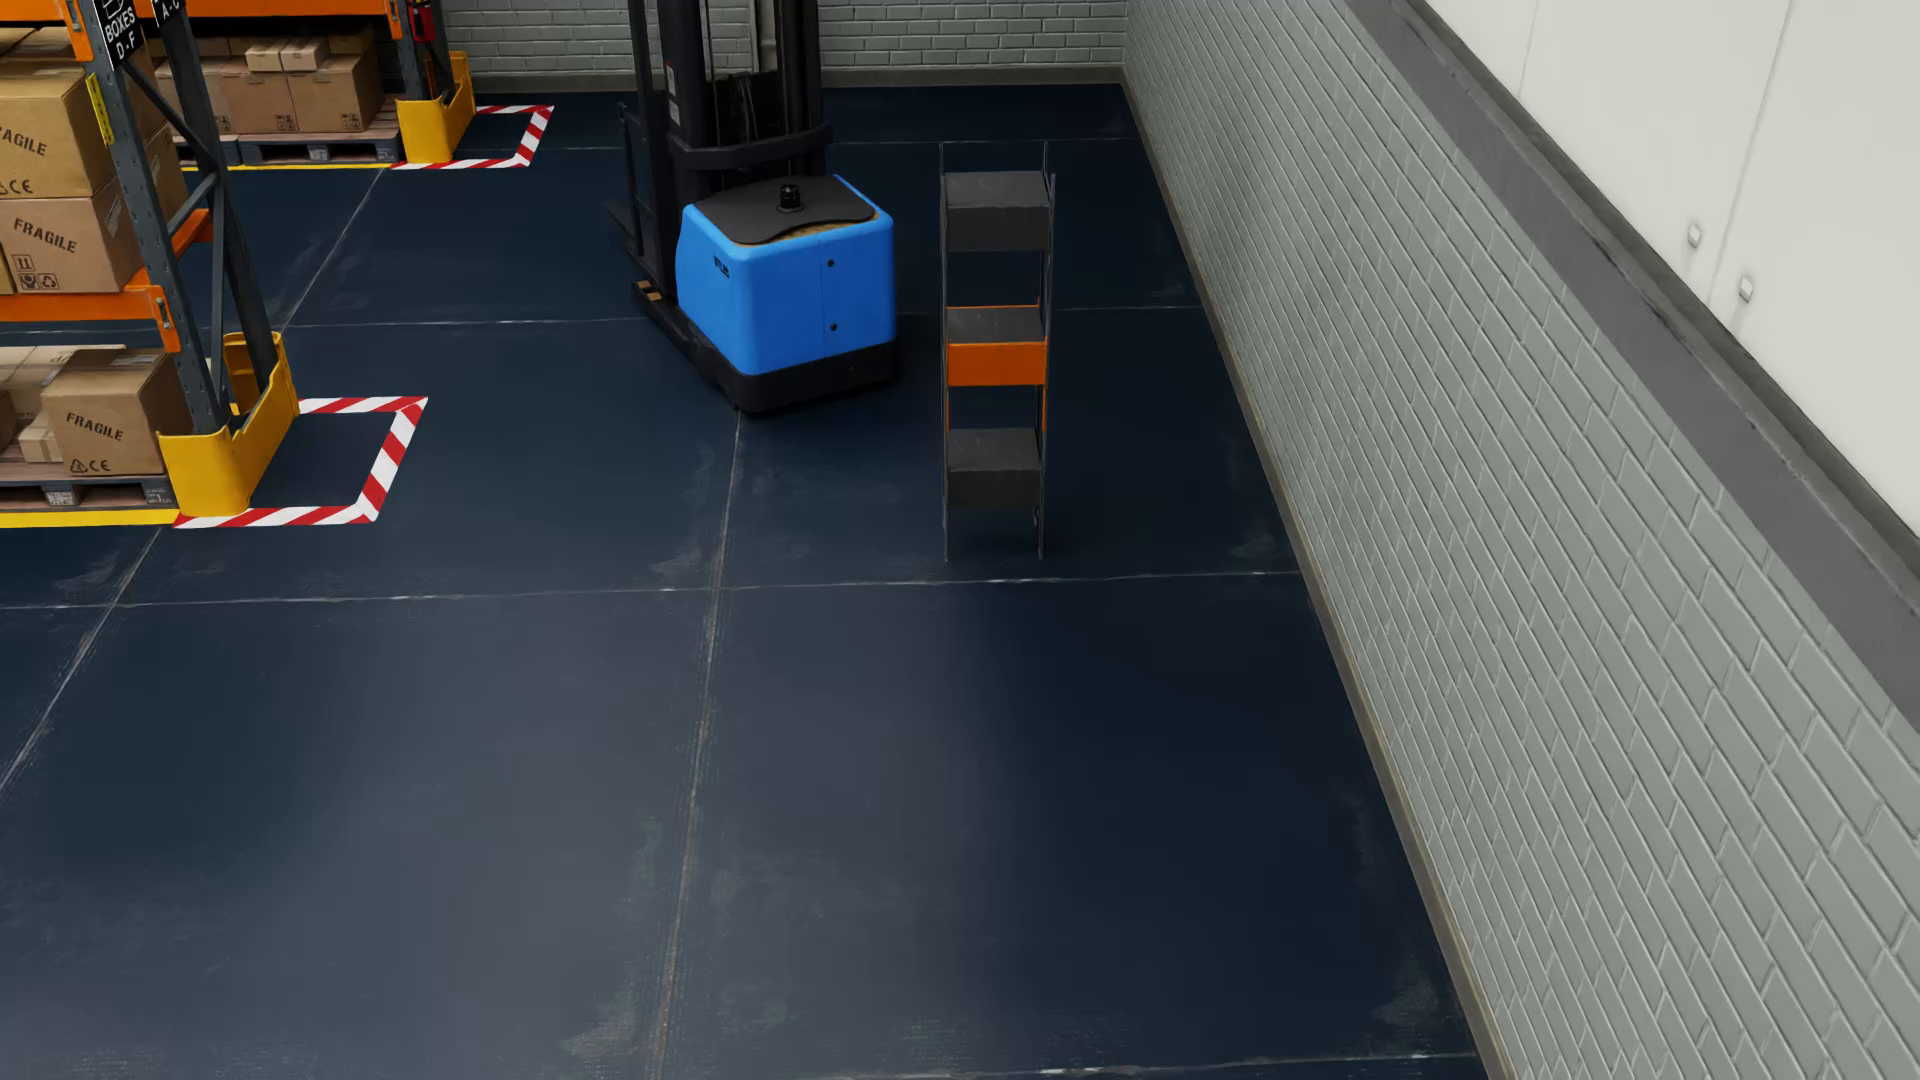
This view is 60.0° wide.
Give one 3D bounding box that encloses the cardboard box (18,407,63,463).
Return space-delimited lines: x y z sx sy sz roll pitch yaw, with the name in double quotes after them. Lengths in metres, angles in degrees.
-4.918 -0.594 9.076 0.250 0.166 0.380 -2 35 -2 "cardboard box"

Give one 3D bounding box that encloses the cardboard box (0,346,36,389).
-5.533 -0.863 9.391 0.500 0.250 0.500 -2 35 -2 "cardboard box"

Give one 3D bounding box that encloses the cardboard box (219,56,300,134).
-5.410 -3.564 13.092 0.500 0.500 0.700 -2 35 -2 "cardboard box"

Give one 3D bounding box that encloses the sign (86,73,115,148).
-3.972 -1.983 7.684 0.005 0.325 0.100 -2 35 -2 "sign"

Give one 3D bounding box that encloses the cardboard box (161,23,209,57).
-6.061 -3.926 13.045 0.250 0.149 0.380 -1 35 -2 "cardboard box"

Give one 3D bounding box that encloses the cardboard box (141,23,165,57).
-6.314 -3.920 13.036 0.250 0.149 0.380 -2 35 -3 "cardboard box"

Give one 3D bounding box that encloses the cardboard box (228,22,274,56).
-5.551 -3.941 13.066 0.250 0.149 0.380 -1 35 -2 "cardboard box"

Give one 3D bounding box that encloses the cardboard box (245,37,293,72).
-5.285 -3.730 12.762 0.250 0.149 0.380 -1 35 -1 "cardboard box"

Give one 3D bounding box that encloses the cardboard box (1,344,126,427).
-5.034 -0.876 9.410 0.500 0.250 0.500 -2 35 -2 "cardboard box"

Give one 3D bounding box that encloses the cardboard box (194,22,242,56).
-5.805 -3.934 13.056 0.250 0.149 0.380 -1 35 -2 "cardboard box"

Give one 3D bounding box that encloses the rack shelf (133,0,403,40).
-6.214 -4.159 12.756 4.000 0.370 1.077 -2 35 -2 "rack shelf"

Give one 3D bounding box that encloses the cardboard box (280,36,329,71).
-5.030 -3.737 12.772 0.250 0.149 0.380 -2 35 -3 "cardboard box"

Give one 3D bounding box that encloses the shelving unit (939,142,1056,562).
0.165 -0.868 8.159 0.503 2.100 0.431 -2 35 -2 "shelving unit"

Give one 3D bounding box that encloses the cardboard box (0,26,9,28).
-7.614 -3.883 12.983 0.250 0.149 0.380 -2 35 -3 "cardboard box"

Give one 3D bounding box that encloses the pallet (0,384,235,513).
-4.850 -0.522 9.319 1.213 0.211 1.003 -2 35 -2 "pallet"

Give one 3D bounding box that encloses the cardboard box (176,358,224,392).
-4.412 -0.886 9.512 0.250 0.149 0.380 -2 35 -2 "cardboard box"

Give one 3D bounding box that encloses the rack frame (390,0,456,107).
-4.216 -4.509 12.629 0.127 3.000 1.000 -2 35 -2 "rack frame"

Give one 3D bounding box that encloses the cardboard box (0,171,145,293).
-4.412 -1.567 8.291 0.500 0.500 0.500 -1 35 -1 "cardboard box"

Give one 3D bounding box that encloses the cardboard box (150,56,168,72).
-6.445 -3.532 13.045 0.500 0.500 0.700 -1 35 -1 "cardboard box"

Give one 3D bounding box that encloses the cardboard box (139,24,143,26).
-6.572 -3.912 13.025 0.250 0.149 0.380 -1 35 -2 "cardboard box"

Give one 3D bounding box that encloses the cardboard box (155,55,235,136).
-5.913 -3.550 13.072 0.500 0.500 0.700 -3 35 -4 "cardboard box"

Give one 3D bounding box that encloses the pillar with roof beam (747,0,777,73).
-1.356 -5.093 8.201 0.400 9.000 9.100 -2 35 -2 "pillar with roof beam"

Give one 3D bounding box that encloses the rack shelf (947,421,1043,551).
0.165 -0.281 8.565 0.480 0.518 0.431 -2 35 -2 "rack shelf"

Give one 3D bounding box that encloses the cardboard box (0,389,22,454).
-5.460 -0.580 8.982 0.500 0.250 0.500 -2 35 -2 "cardboard box"

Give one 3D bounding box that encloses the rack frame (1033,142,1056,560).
0.409 -0.874 8.168 0.015 2.100 0.400 -2 35 -2 "rack frame"

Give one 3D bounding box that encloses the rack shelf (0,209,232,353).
-5.976 -1.343 8.687 4.000 0.370 1.077 -2 35 -2 "rack shelf"

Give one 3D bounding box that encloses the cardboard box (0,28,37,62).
-4.955 -2.265 8.420 0.500 0.500 0.500 -1 35 -2 "cardboard box"

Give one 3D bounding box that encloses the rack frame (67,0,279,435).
-3.978 -1.693 8.560 0.127 3.000 1.000 -2 35 -2 "rack frame"

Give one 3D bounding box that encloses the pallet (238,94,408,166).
-5.011 -3.296 13.327 1.213 0.211 1.003 -2 35 -2 "pallet"

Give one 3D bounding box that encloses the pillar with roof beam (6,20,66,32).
-7.349 -4.931 7.968 0.400 9.000 9.100 -2 35 -2 "pillar with roof beam"

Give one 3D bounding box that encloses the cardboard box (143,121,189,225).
-4.433 -1.872 8.731 0.500 0.500 0.500 -1 35 -1 "cardboard box"

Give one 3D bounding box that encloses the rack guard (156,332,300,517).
-4.054 -0.663 9.269 0.348 0.500 1.175 -2 35 -2 "rack guard"

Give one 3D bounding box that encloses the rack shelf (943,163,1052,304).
0.165 -1.432 7.768 0.480 0.518 0.431 -2 35 -2 "rack shelf"

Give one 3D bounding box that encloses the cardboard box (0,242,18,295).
-4.930 -1.551 8.268 0.500 0.500 0.500 -1 35 -2 "cardboard box"

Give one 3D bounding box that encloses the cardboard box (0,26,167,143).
-4.433 -2.283 8.447 0.500 0.500 0.500 -1 35 -1 "cardboard box"

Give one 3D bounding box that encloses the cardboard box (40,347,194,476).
-4.509 -0.691 8.923 0.500 0.500 0.500 -2 35 -2 "cardboard box"

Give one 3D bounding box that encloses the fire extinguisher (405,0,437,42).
-4.044 -4.065 12.384 0.183 0.674 0.296 -2 35 -2 "fire extinguisher"

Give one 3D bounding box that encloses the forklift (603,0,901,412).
-1.513 -2.767 10.173 1.130 2.935 3.031 -17 38 -23 "forklift"

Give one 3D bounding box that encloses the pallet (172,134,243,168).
-6.227 -3.265 13.282 1.213 0.211 1.003 -2 35 -2 "pallet"

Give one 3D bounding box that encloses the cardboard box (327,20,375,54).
-4.795 -3.962 13.096 0.250 0.149 0.380 -1 35 -2 "cardboard box"

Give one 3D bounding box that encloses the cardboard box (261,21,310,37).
-5.301 -3.947 13.076 0.250 0.149 0.380 -1 35 -2 "cardboard box"

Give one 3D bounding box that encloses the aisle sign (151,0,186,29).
-3.924 -2.931 8.064 0.004 0.787 0.394 -2 35 -2 "aisle sign"

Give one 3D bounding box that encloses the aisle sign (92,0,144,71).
-3.895 -2.590 7.572 0.004 0.787 0.394 -2 35 -2 "aisle sign"

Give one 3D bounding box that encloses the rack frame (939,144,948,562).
-0.078 -0.861 8.149 0.015 2.100 0.400 -2 35 -2 "rack frame"

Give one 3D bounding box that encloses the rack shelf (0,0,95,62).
-5.976 -2.577 7.834 4.000 0.370 1.077 -2 35 -2 "rack shelf"

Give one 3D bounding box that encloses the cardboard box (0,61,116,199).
-4.409 -1.977 8.004 0.500 0.500 0.500 -2 35 -3 "cardboard box"

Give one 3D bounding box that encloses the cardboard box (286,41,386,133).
-4.910 -3.578 13.111 0.500 0.500 0.700 -2 35 -2 "cardboard box"

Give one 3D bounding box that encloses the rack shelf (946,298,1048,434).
0.165 -0.857 8.167 0.480 0.518 0.431 -2 35 -2 "rack shelf"

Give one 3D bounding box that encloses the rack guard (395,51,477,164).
-4.192 -3.481 13.341 0.348 0.500 1.175 -2 35 -2 "rack guard"
